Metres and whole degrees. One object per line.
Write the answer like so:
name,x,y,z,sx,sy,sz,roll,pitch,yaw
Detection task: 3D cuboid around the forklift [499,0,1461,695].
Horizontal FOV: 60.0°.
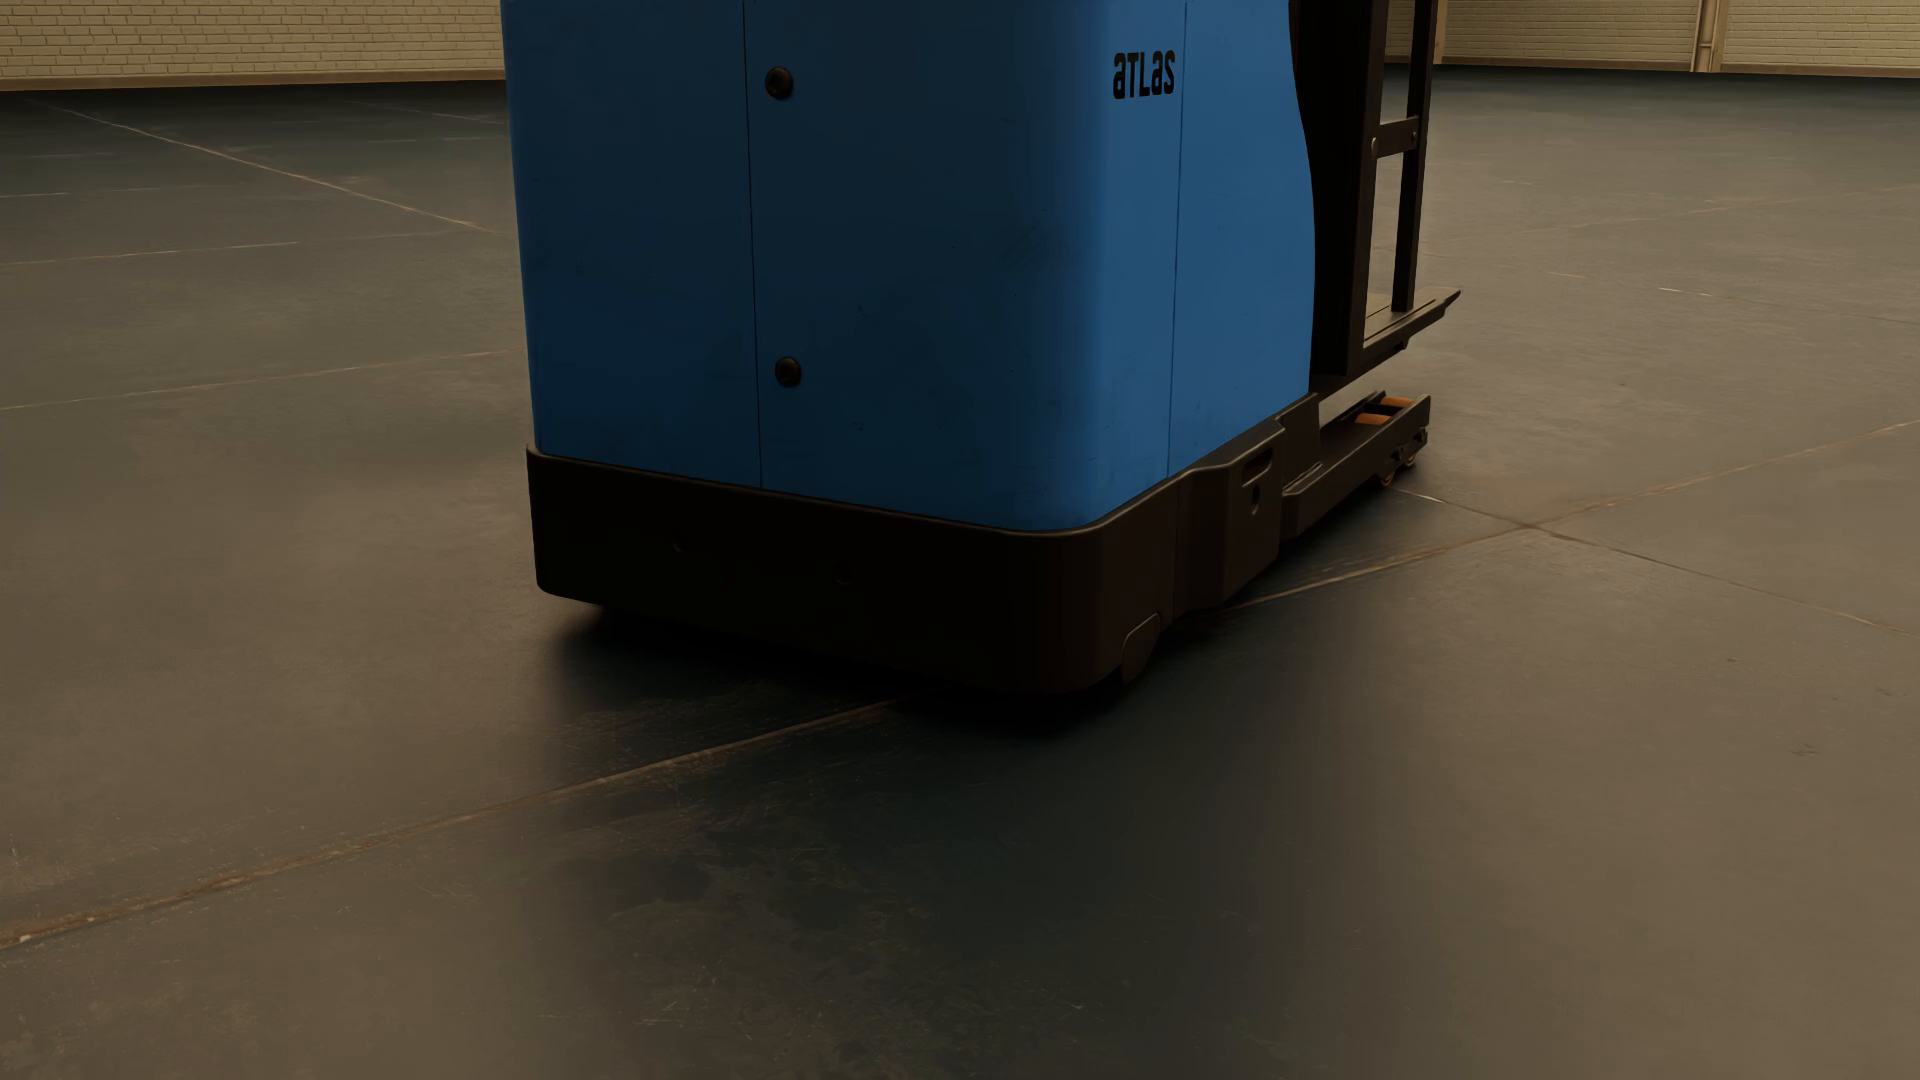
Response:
forklift,0.434,-1.572,3.413,1.130,2.935,3.031,10,20,28
